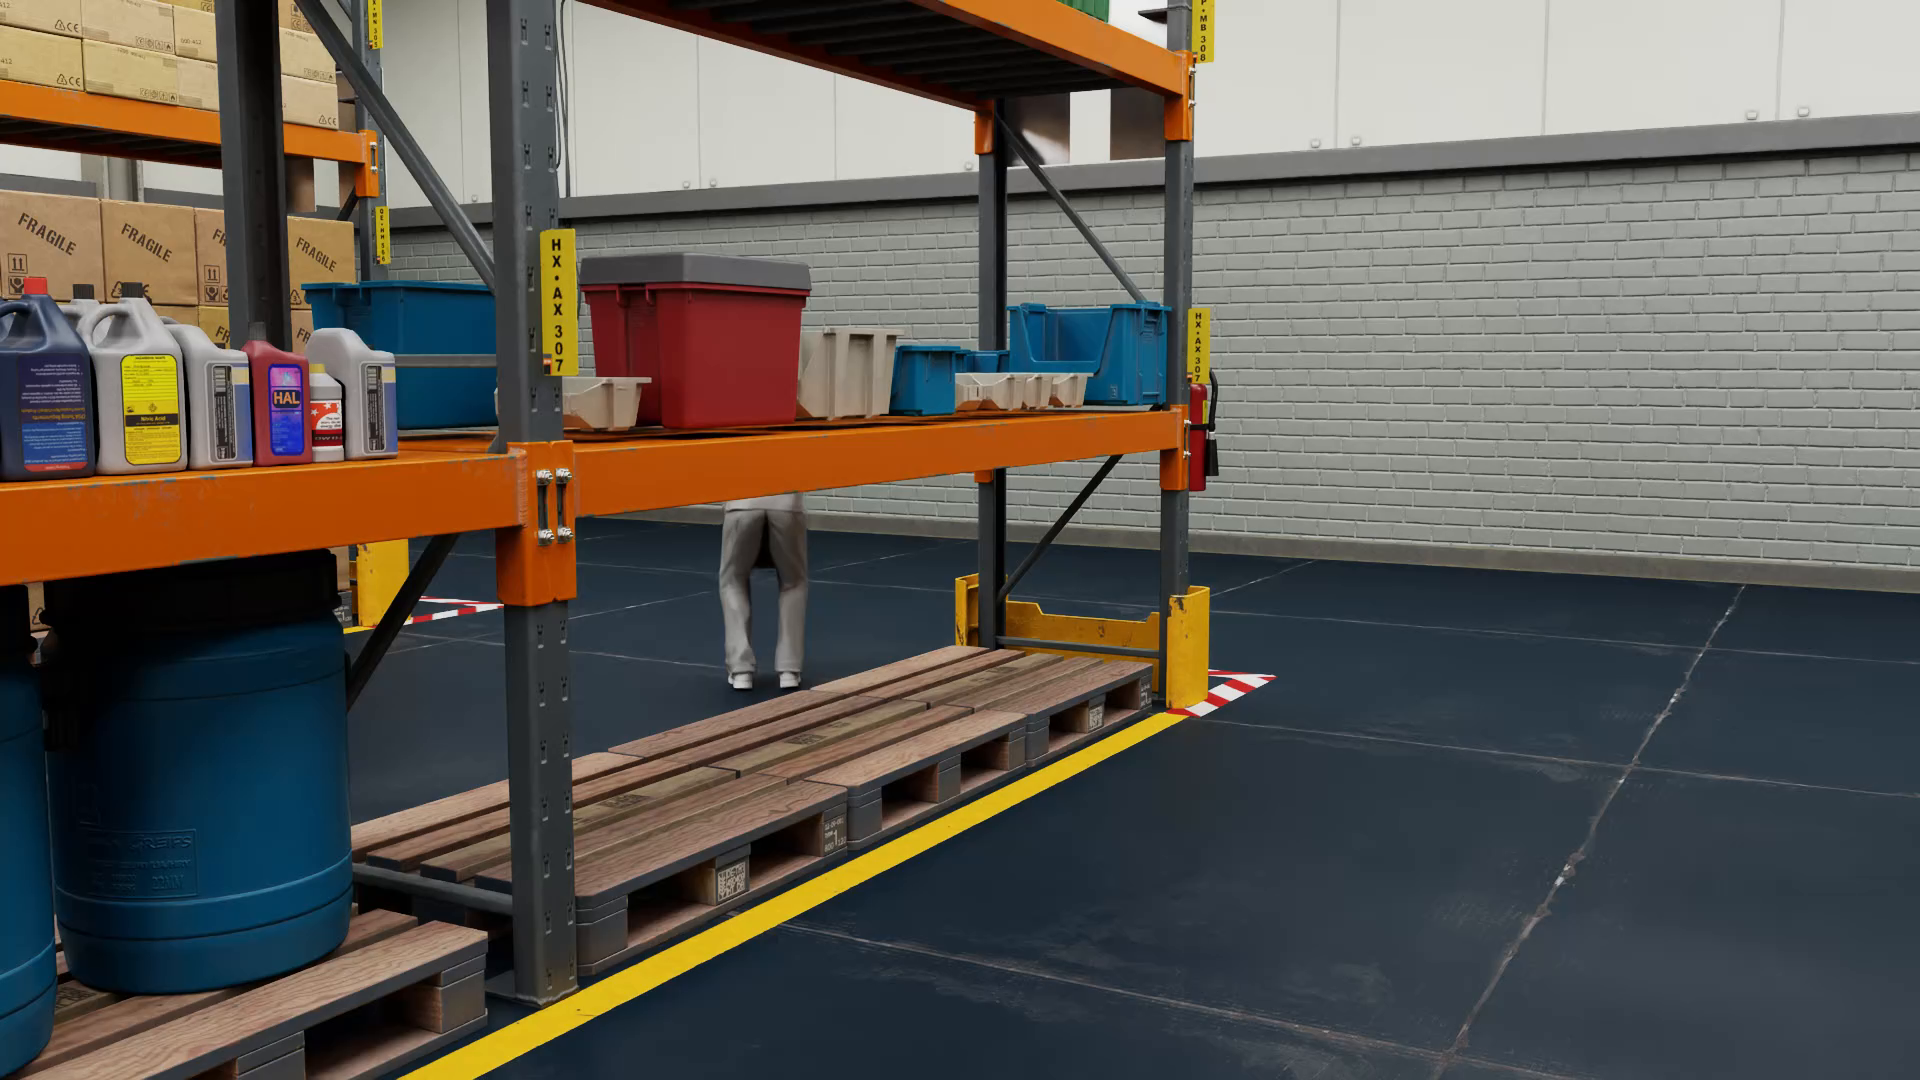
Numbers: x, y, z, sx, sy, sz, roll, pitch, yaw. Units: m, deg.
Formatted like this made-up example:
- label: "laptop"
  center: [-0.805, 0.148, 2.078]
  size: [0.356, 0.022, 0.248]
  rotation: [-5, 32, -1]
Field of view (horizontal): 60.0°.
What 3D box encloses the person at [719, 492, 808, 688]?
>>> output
- label: "person"
  center: [-0.945, -0.001, 7.947]
  size: [0.418, 1.343, 0.789]
  rotation: [-1, 6, -9]
